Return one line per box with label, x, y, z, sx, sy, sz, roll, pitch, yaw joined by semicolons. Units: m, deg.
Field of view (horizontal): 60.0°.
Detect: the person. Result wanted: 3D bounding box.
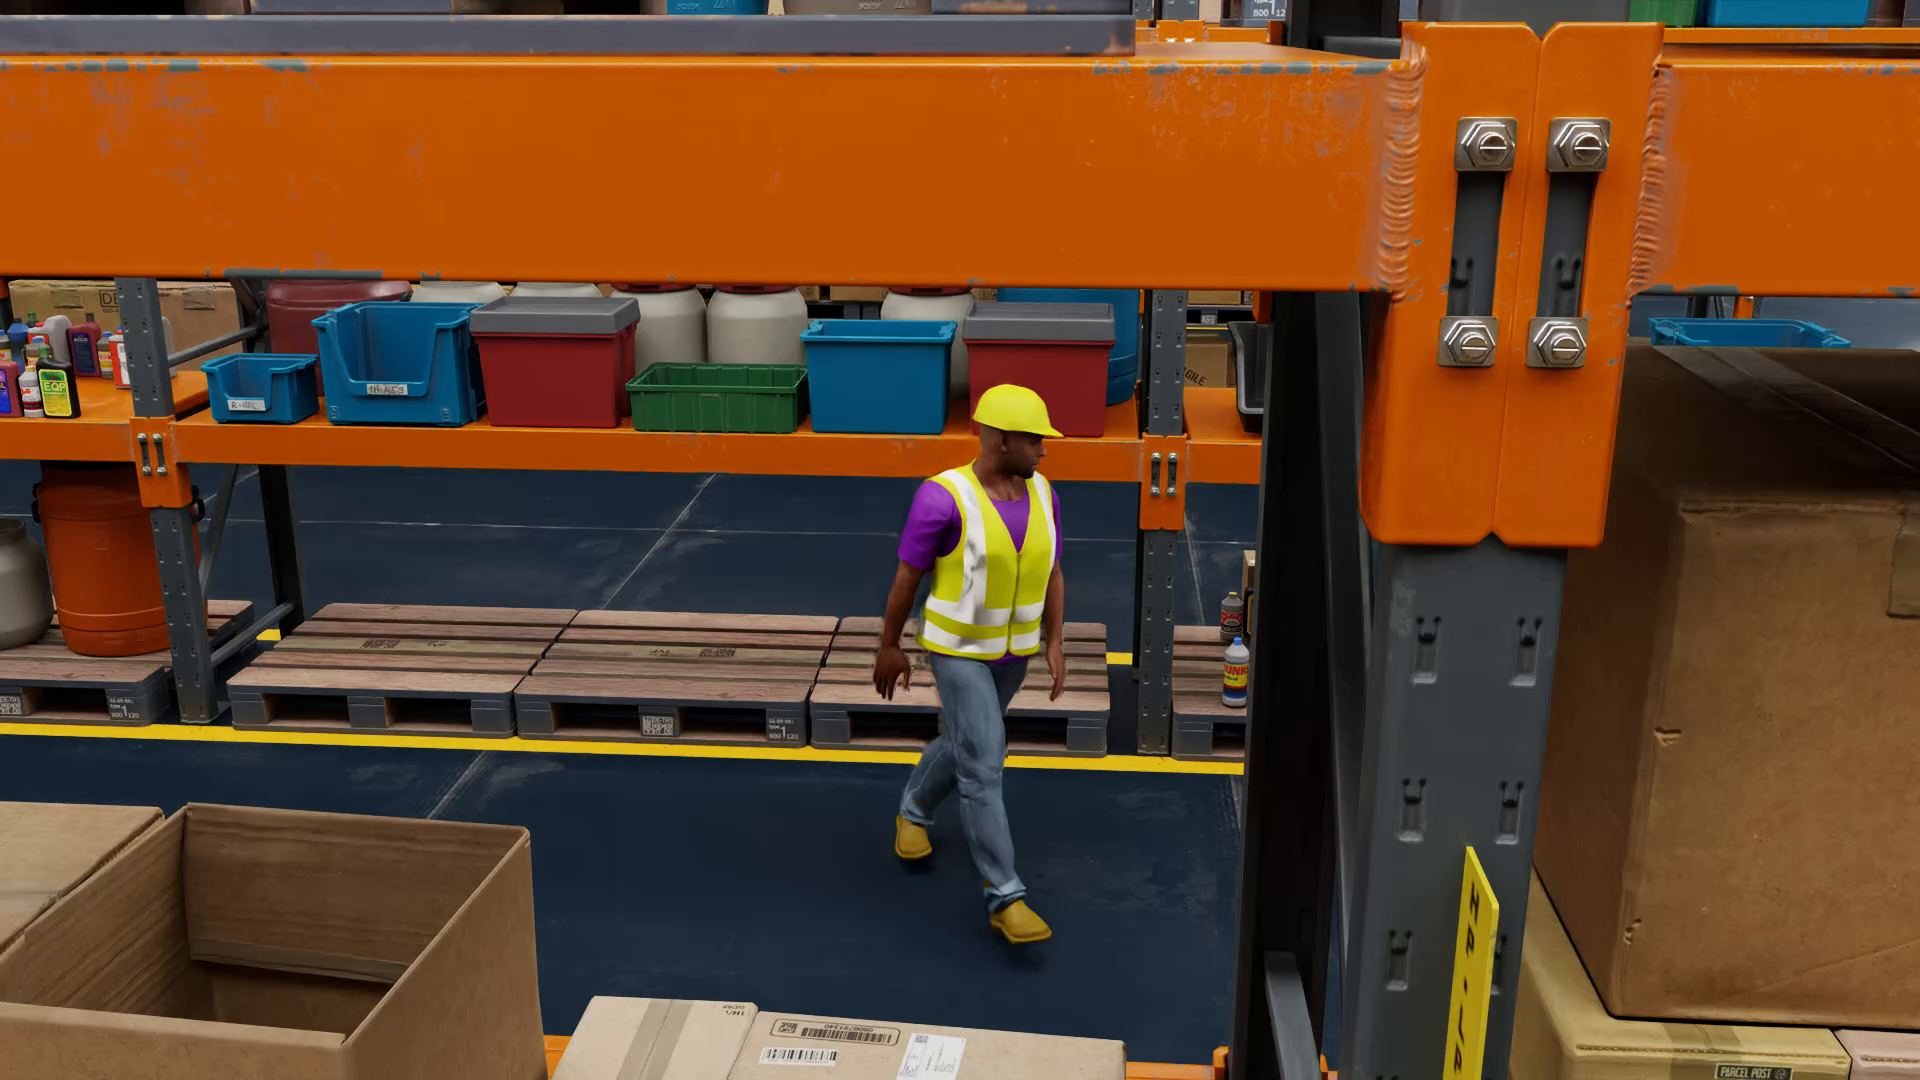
person;0.115;0.348;5.395;0.640;1.699;1.016;-13;22;-36
